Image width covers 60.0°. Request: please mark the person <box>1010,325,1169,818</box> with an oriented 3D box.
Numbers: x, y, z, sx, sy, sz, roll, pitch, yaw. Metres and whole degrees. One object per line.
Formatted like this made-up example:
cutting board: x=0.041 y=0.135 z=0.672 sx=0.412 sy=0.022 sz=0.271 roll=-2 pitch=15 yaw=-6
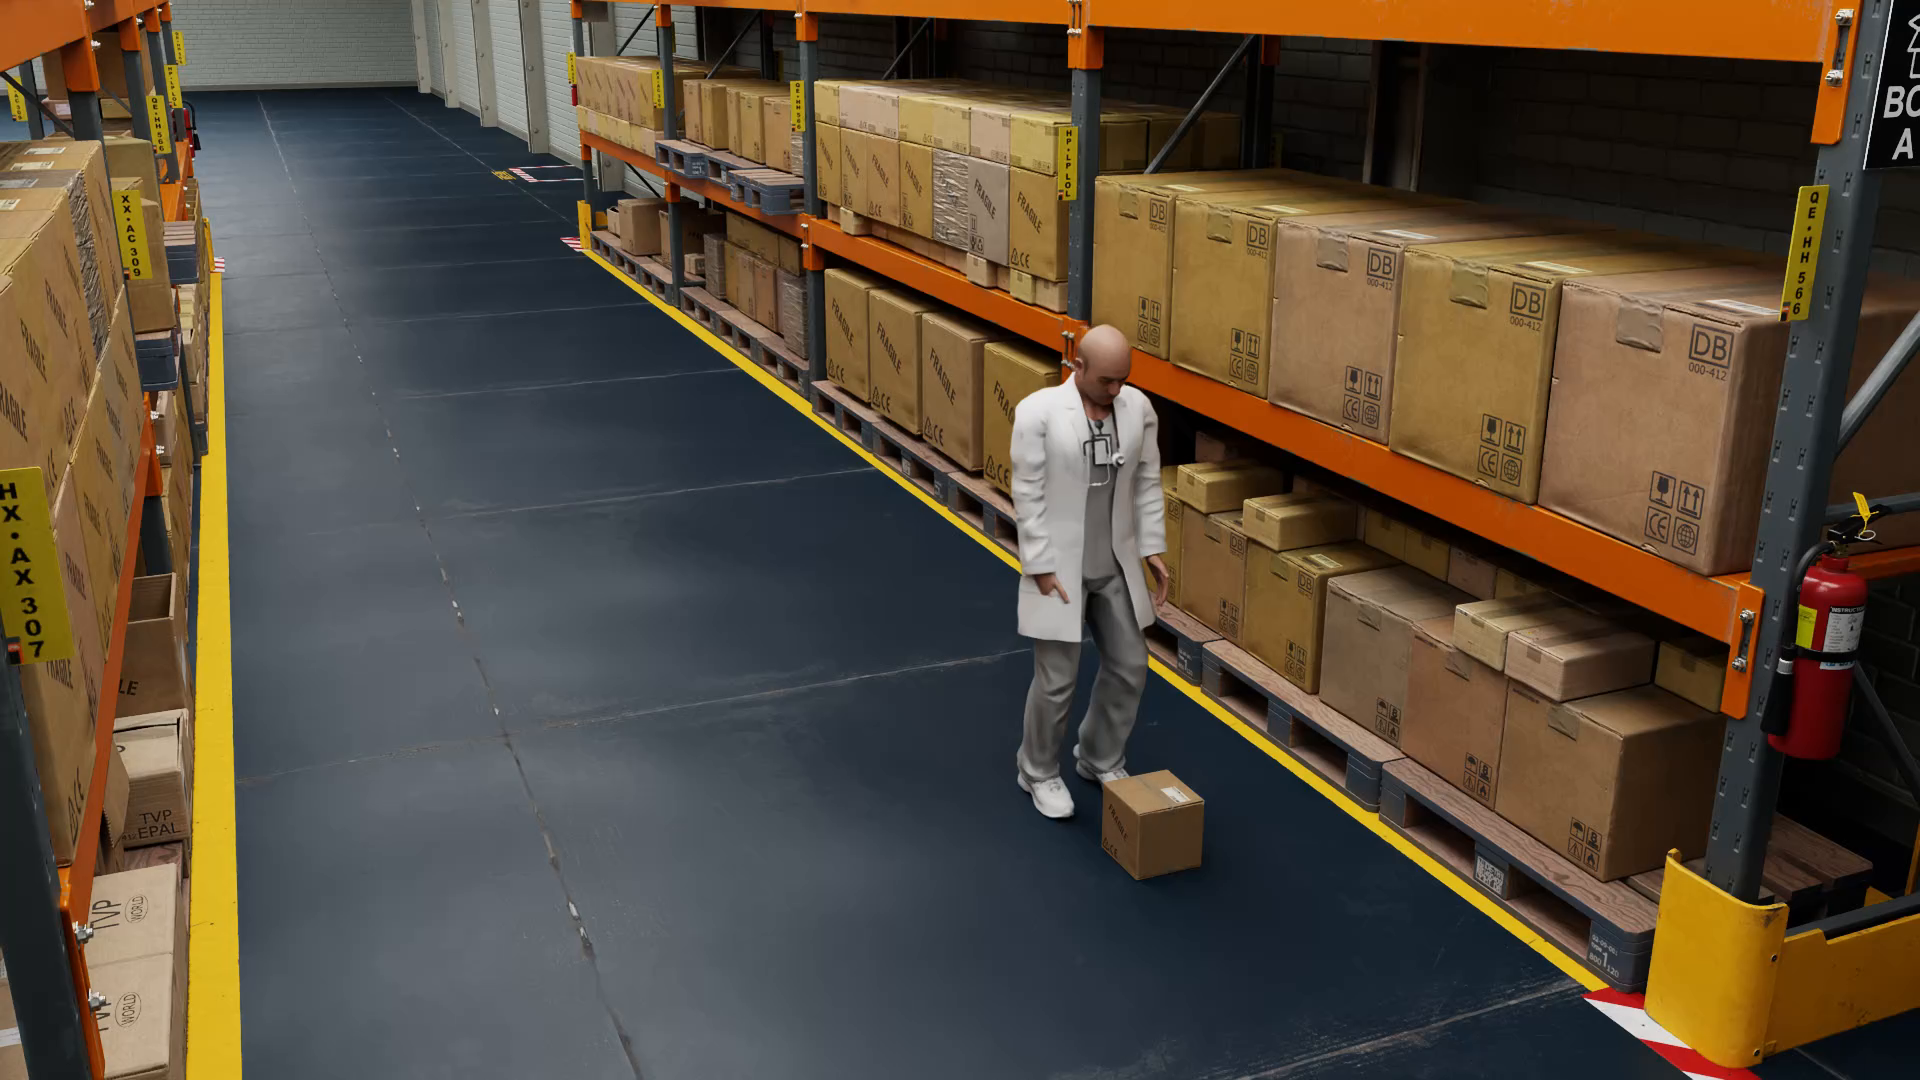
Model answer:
person: x=0.458 y=0.103 z=5.836 sx=0.579 sy=1.752 sz=0.395 roll=-8 pitch=20 yaw=-22
